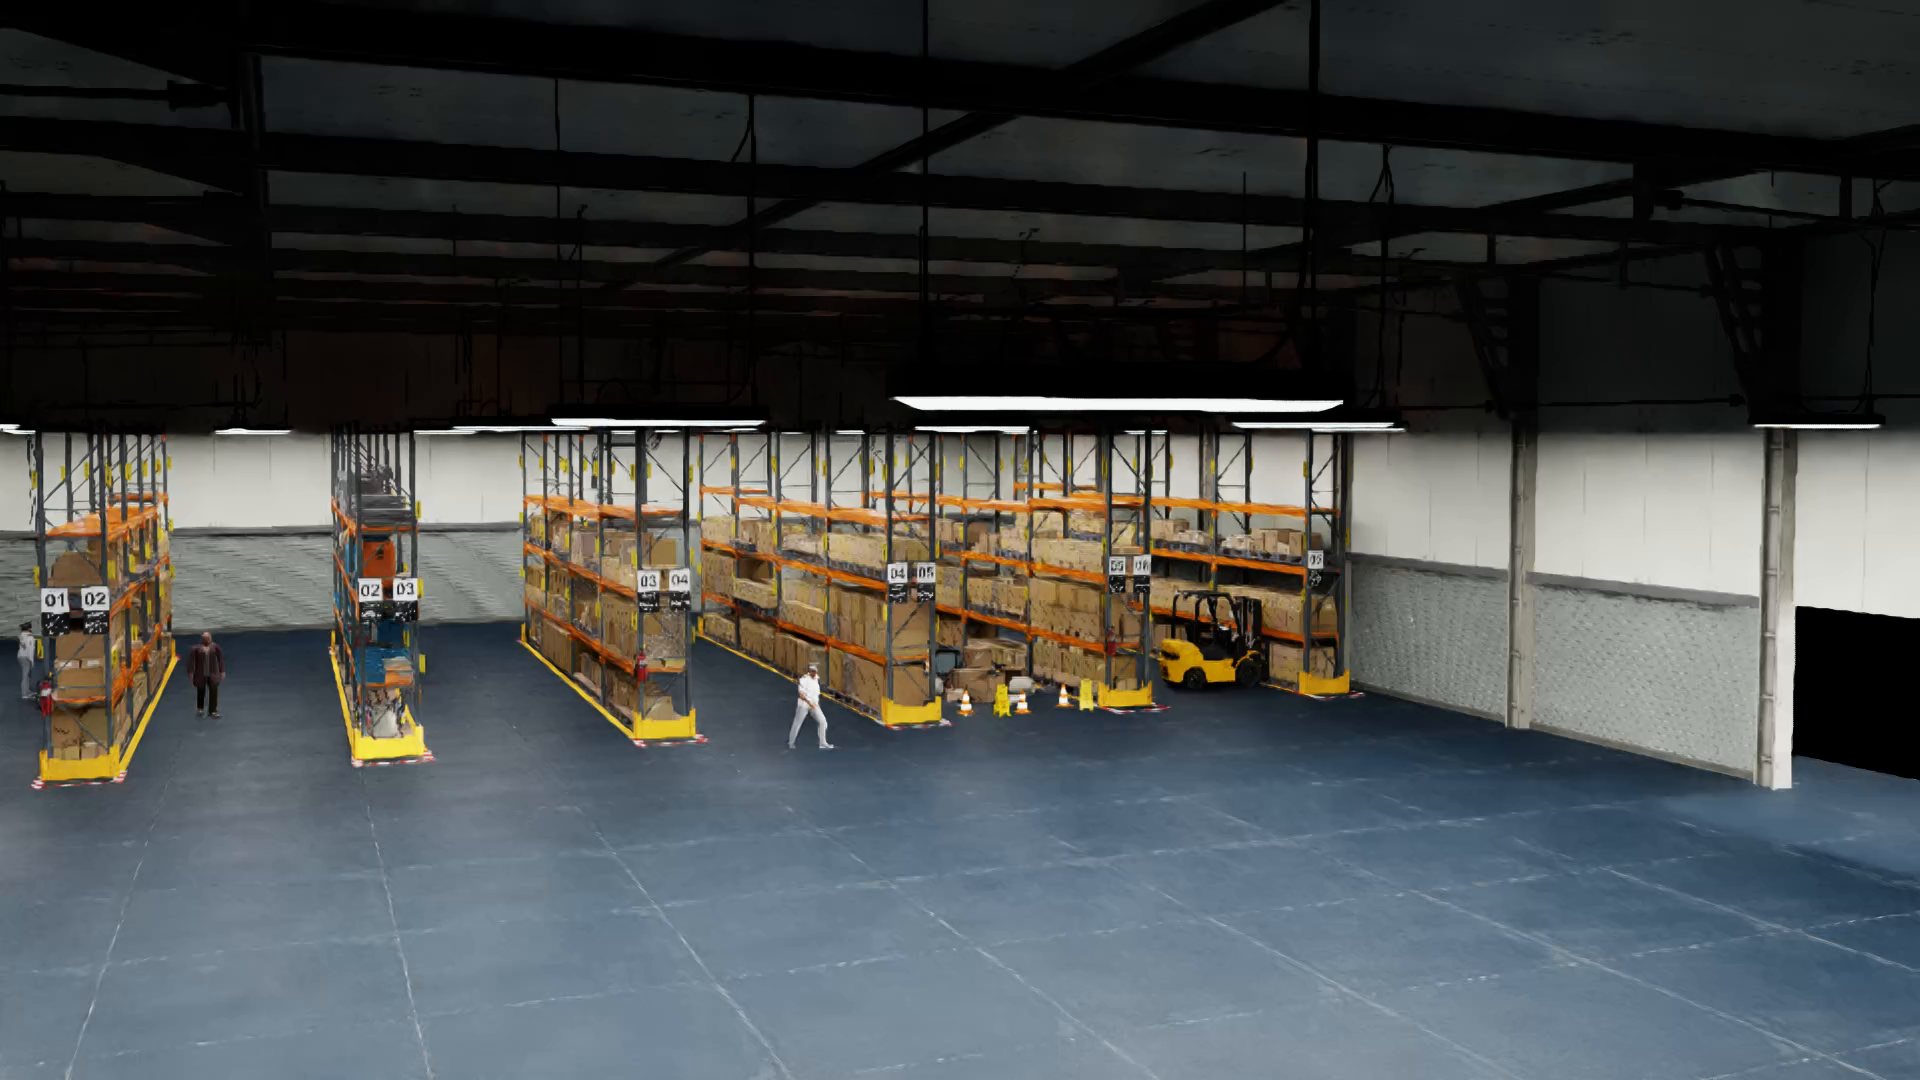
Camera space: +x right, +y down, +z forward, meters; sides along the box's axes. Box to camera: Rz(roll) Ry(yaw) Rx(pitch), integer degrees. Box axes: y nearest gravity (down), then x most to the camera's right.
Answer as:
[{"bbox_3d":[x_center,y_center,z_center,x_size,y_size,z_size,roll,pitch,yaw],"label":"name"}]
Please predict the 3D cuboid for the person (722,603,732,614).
[{"bbox_3d":[-7.212,1.711,51.870,0.457,1.544,0.883,0,4,2],"label":"person"}]

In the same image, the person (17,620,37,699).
[{"bbox_3d":[-20.340,2.598,36.325,0.553,1.682,0.425,3,5,39],"label":"person"}]

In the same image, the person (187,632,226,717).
[{"bbox_3d":[-15.421,2.727,34.031,0.731,1.745,0.732,-2,4,-30],"label":"person"}]

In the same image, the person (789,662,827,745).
[{"bbox_3d":[-2.777,2.980,30.389,0.564,1.543,0.809,-3,5,-39],"label":"person"}]
